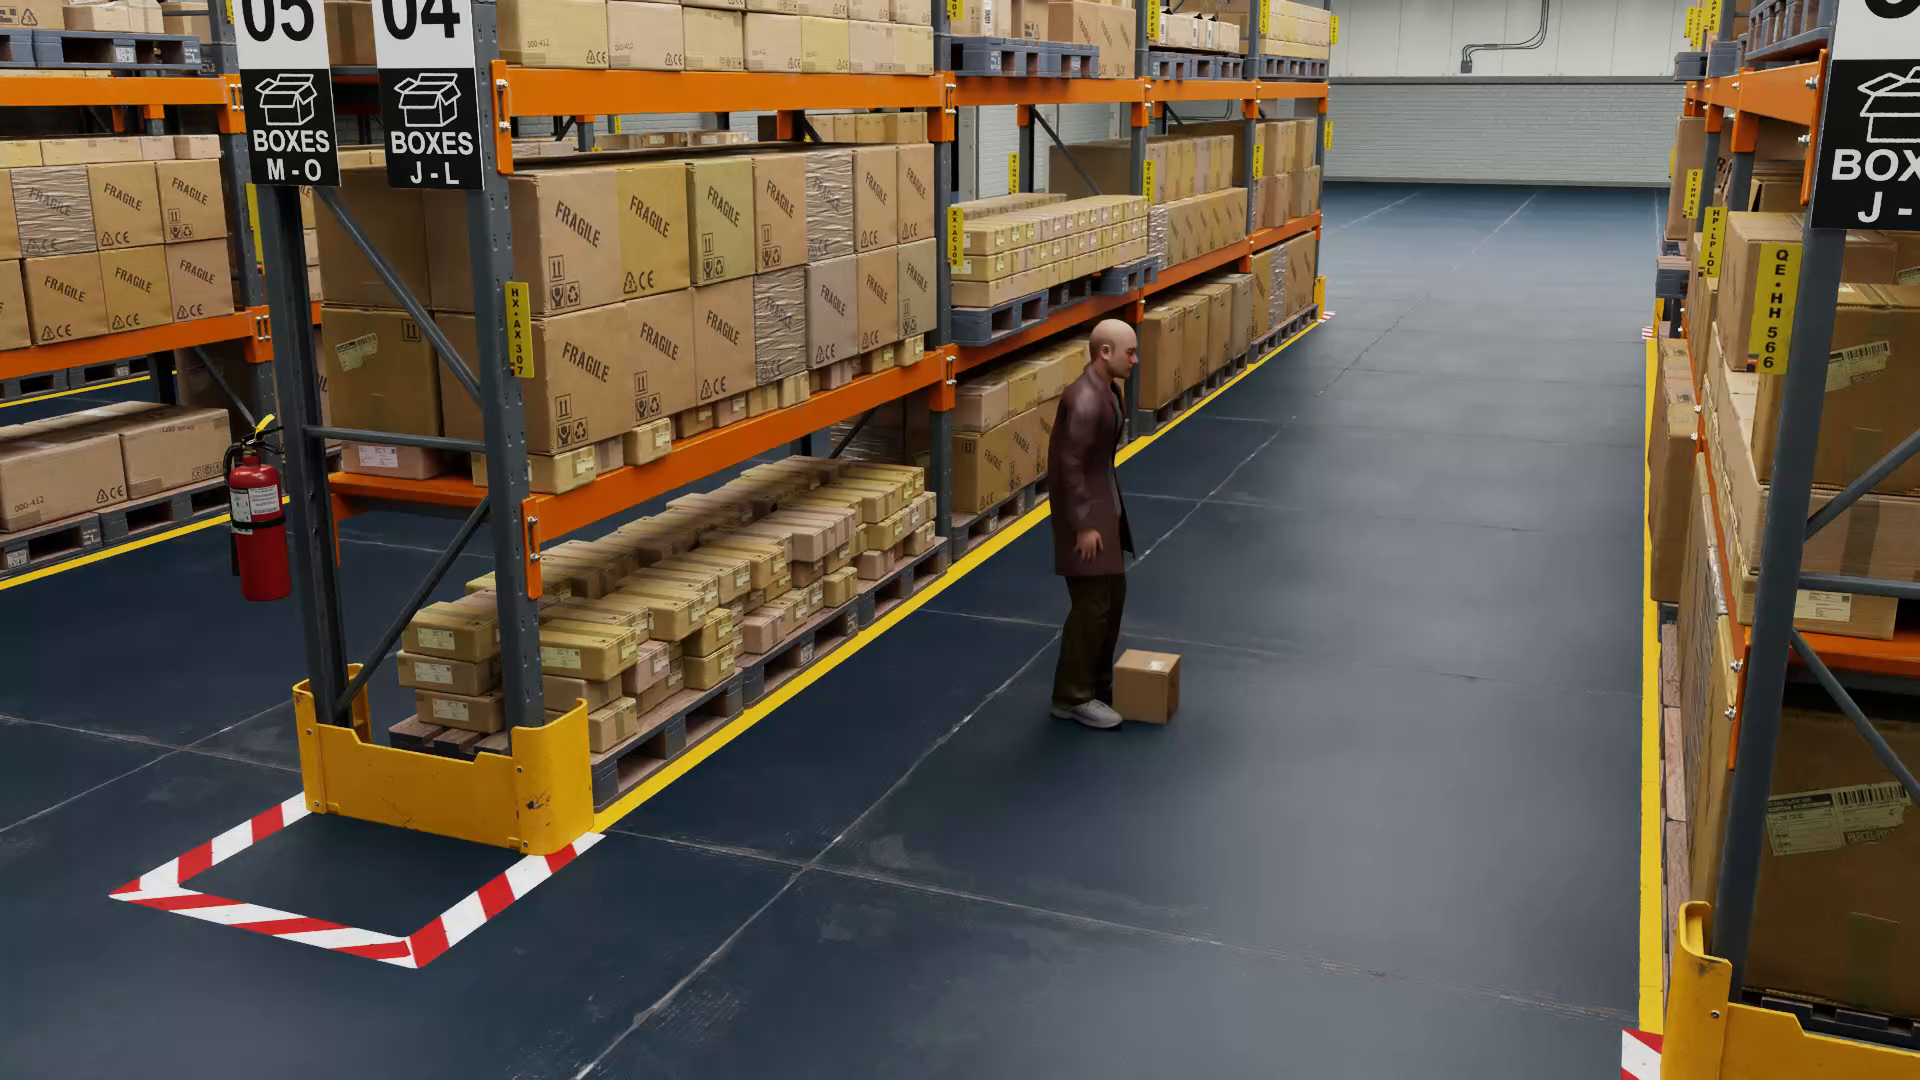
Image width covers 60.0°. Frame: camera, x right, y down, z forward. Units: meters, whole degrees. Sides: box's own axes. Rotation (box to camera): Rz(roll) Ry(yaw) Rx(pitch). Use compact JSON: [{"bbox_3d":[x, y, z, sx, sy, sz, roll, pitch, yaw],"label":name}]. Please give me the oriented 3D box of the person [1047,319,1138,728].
[{"bbox_3d":[0.606,-0.096,7.407,0.428,1.772,0.642,5,16,18],"label":"person"}]
